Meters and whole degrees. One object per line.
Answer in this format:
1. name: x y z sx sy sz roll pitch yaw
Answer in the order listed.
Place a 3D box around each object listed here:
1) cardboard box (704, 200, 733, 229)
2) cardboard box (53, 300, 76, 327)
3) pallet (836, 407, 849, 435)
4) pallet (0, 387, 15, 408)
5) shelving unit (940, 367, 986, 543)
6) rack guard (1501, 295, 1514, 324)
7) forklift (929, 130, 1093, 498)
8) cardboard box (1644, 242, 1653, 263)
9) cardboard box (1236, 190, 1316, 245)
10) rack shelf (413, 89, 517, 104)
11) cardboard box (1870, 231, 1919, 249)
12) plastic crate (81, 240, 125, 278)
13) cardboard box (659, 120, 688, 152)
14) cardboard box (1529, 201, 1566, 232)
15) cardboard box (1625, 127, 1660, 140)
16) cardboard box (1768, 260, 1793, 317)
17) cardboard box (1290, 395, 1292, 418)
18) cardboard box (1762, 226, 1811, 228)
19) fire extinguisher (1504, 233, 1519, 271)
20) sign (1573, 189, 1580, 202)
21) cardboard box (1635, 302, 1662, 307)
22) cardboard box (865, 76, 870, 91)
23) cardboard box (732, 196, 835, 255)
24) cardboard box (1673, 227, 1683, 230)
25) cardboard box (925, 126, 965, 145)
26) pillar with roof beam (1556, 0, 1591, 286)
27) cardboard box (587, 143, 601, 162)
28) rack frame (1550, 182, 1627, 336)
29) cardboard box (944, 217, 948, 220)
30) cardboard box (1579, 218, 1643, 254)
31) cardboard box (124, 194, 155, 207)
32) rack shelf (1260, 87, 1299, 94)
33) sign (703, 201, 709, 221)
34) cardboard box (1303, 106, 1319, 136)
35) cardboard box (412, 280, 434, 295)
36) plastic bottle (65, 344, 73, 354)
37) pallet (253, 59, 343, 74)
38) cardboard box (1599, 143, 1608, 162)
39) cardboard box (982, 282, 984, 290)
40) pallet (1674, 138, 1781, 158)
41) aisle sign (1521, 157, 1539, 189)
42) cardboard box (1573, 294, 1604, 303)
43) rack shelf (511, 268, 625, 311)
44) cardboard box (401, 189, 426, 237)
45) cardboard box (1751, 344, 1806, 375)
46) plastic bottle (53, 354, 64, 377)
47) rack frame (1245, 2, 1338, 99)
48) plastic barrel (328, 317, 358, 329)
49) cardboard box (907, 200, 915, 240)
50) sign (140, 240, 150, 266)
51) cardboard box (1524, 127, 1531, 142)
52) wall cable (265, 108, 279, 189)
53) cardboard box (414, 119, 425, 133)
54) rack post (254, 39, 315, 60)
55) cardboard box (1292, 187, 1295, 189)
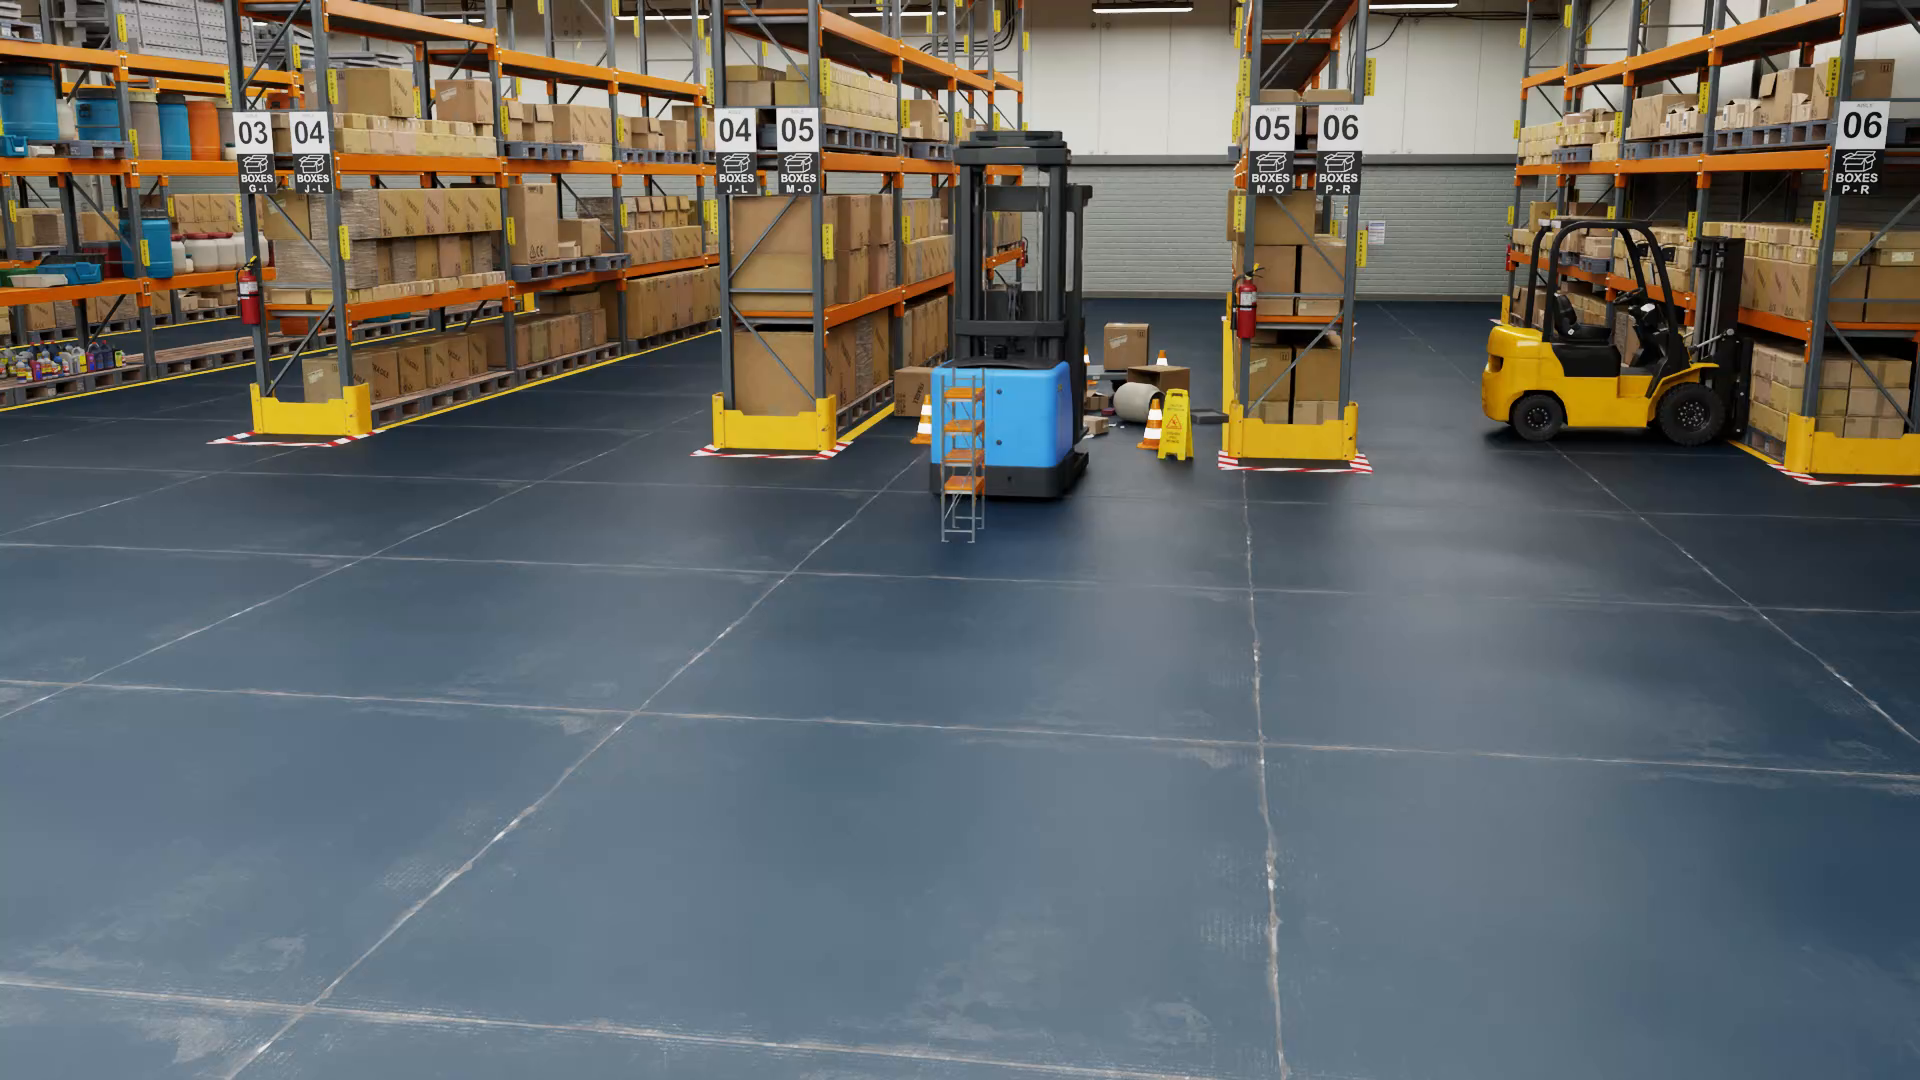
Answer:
1. cardboard box: -4.354 -5.804 29.674 0.500 0.500 0.500 1 12 7
2. cardboard box: -14.815 -3.740 27.116 0.500 0.500 0.500 1 12 7
3. pallet: -1.754 -1.189 17.010 1.003 0.211 1.213 2 12 9
4. pallet: -11.483 -1.549 18.678 1.003 0.211 1.213 2 12 9
5. shelving unit: 0.025 -0.621 12.027 0.258 1.200 0.503 2 12 9
6. rack guard: 10.462 -4.177 30.187 1.175 0.500 0.348 2 12 9
7. forklift: 0.545 -2.032 14.466 1.130 2.935 3.031 2 12 11
8. cardboard box: 8.703 -3.516 20.358 0.500 0.250 0.500 2 12 9
9. cardboard box: 2.970 -3.040 15.664 0.700 0.500 0.500 2 12 7
10. rack shelf: -9.426 -8.025 30.529 1.077 0.370 4.000 2 12 9
11. cardboard box: 8.275 -2.658 14.725 0.380 0.149 0.250 2 12 8
12. plastic crate: -11.192 -3.700 21.891 0.402 0.464 0.583 2 12 9
13. cardboard box: -4.919 -6.662 27.434 0.700 0.500 0.500 2 12 10
14. cardboard box: 9.907 -5.455 28.056 0.500 0.500 0.500 2 12 10
15. cardboard box: 8.889 -5.293 21.633 0.380 0.166 0.250 2 12 9
16. cardboard box: 7.918 -2.351 15.547 0.500 0.500 0.500 2 12 10
17. cardboard box: 3.591 -1.370 16.760 0.500 0.250 0.500 2 12 11
18. cardboard box: 8.089 -2.996 16.293 0.380 0.149 0.250 2 12 9
19. fire extinguisher: 10.039 -5.240 30.257 0.296 0.674 0.183 2 12 9
20. sign: 11.019 -6.113 29.739 0.100 0.325 0.005 2 12 9
21. cardboard box: 9.657 -3.257 23.383 0.380 0.149 0.250 2 12 9
22. cardboard box: -1.159 -4.801 17.499 0.380 0.149 0.250 2 12 9
23. cardboard box: -1.704 -3.060 16.155 0.875 0.550 0.550 2 12 9
24. cardboard box: 9.363 -3.931 21.336 0.380 0.149 0.250 2 12 9
25. cardboard box: -0.218 -5.674 23.844 0.500 0.500 0.500 2 12 9
26. pillar with roof beam: 7.525 -9.019 32.482 9.100 9.000 0.548 2 12 9
27. cardboard box: -5.348 -5.413 23.225 0.500 0.250 0.500 2 12 8
28. rack frame: 9.858 -4.582 26.134 1.000 3.000 0.127 2 12 9
29. cardboard box: -0.159 -5.185 27.991 0.500 0.500 0.500 2 12 9
30. cardboard box: 9.311 -4.351 23.819 0.797 0.503 0.637 2 12 7
31. cardboard box: -14.805 -6.036 30.271 0.500 0.500 0.500 2 12 9
32. rack shelf: 5.260 -7.544 28.294 1.077 0.370 4.000 2 12 9
33. sign: -4.302 -5.575 28.181 0.100 0.325 0.005 2 12 9
34. cardboard box: 3.448 -3.878 15.399 0.500 0.250 0.500 2 12 8
35. cardboard box: -6.079 -2.803 18.476 0.380 0.149 0.250 2 12 9
36. plastic bottle: -11.446 -2.387 21.383 0.097 0.271 0.097 0 12 0
37. pallet: -10.207 -7.185 25.370 1.213 0.211 1.003 2 12 9
38. cardboard box: 9.158 -5.362 22.988 0.500 0.250 0.500 2 12 9
39. cardboard box: 0.089 -3.961 26.411 0.500 0.250 0.500 2 12 11
40. pallet: 8.750 -4.473 18.964 0.805 0.209 1.217 1 12 6
41. aisle sign: 10.194 -6.709 29.834 0.394 0.787 0.004 2 12 9
42. cardboard box: 9.517 -3.645 25.183 0.380 0.149 0.250 2 12 8
43. rack shelf: -5.762 -3.462 22.647 1.077 0.370 4.000 2 12 9
44. cardboard box: -6.172 -3.562 18.083 0.500 0.500 0.500 2 12 9
45. cardboard box: 7.916 -1.752 16.157 0.500 0.250 0.500 2 12 9
46. plastic bottle: -10.893 -2.108 20.089 0.097 0.271 0.097 0 12 0
47. rack frame: 3.722 -6.009 18.517 1.000 3.000 0.127 2 12 9
48. plastic barrel: -10.116 -3.755 27.023 0.600 0.588 0.708 2 12 9
49. cardboard box: -0.958 -4.069 21.145 0.700 0.500 0.500 2 12 9
50. sign: -10.422 -3.673 21.261 0.100 0.325 0.005 2 12 9
51. cardboard box: 10.060 -7.008 28.734 0.500 0.250 0.500 2 12 8
52. wall cable: -17.684 -8.958 39.569 3.097 2.526 0.112 2 12 9
53. cardboard box: -6.160 -4.581 18.418 0.380 0.149 0.250 1 12 7
54. rack post: -10.278 -7.439 25.329 0.954 0.300 0.937 2 12 9
55. cardboard box: 5.258 -5.654 26.958 0.380 0.149 0.250 2 12 8
